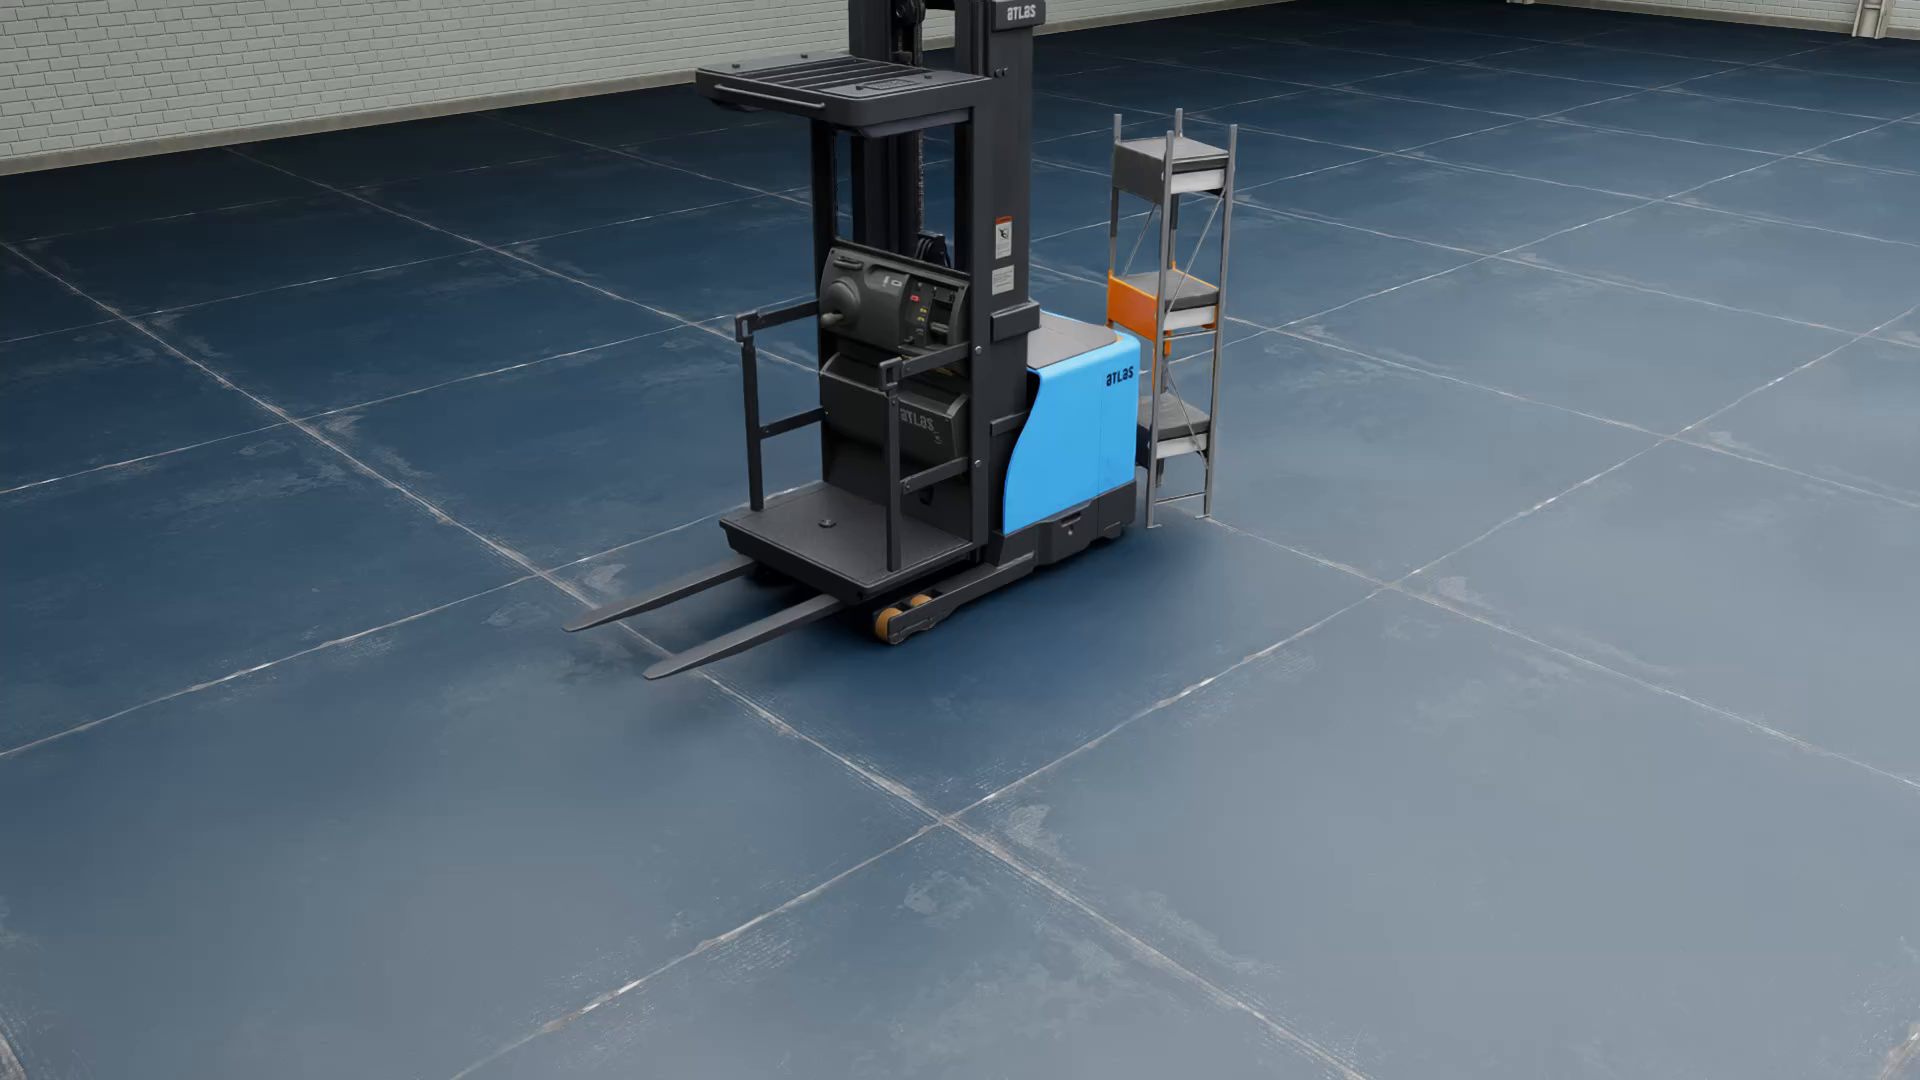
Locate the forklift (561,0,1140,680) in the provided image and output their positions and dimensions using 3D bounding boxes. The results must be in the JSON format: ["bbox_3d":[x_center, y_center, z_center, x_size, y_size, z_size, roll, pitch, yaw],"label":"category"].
[{"bbox_3d":[-0.465,-1.092,7.612,1.130,2.935,3.031,22,33,40],"label":"forklift"}]

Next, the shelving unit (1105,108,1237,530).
[{"bbox_3d":[1.068,-1.138,8.714,0.431,2.100,0.503,-11,27,-24],"label":"shelving unit"}]

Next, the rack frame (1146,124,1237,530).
[{"bbox_3d":[1.176,-1.047,8.515,0.400,2.100,0.015,-11,27,-24],"label":"rack frame"}]

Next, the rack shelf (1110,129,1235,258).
[{"bbox_3d":[1.069,-1.762,8.428,0.431,0.518,0.480,-11,27,-24],"label":"rack shelf"}]

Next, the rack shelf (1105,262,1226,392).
[{"bbox_3d":[1.068,-1.126,8.720,0.431,0.518,0.480,-11,27,-24],"label":"rack shelf"}]

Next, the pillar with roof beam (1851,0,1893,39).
[{"bbox_3d":[11.075,-10.755,21.482,9.100,9.000,0.400,-21,32,-38],"label":"pillar with roof beam"}]

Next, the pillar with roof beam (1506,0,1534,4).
[{"bbox_3d":[6.974,-12.572,25.467,9.100,9.000,0.400,-21,32,-38],"label":"pillar with roof beam"}]

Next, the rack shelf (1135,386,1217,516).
[{"bbox_3d":[1.068,-0.489,9.011,0.431,0.518,0.480,-11,27,-24],"label":"rack shelf"}]

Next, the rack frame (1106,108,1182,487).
[{"bbox_3d":[0.961,-1.229,8.913,0.400,2.100,0.015,-11,27,-24],"label":"rack frame"}]
